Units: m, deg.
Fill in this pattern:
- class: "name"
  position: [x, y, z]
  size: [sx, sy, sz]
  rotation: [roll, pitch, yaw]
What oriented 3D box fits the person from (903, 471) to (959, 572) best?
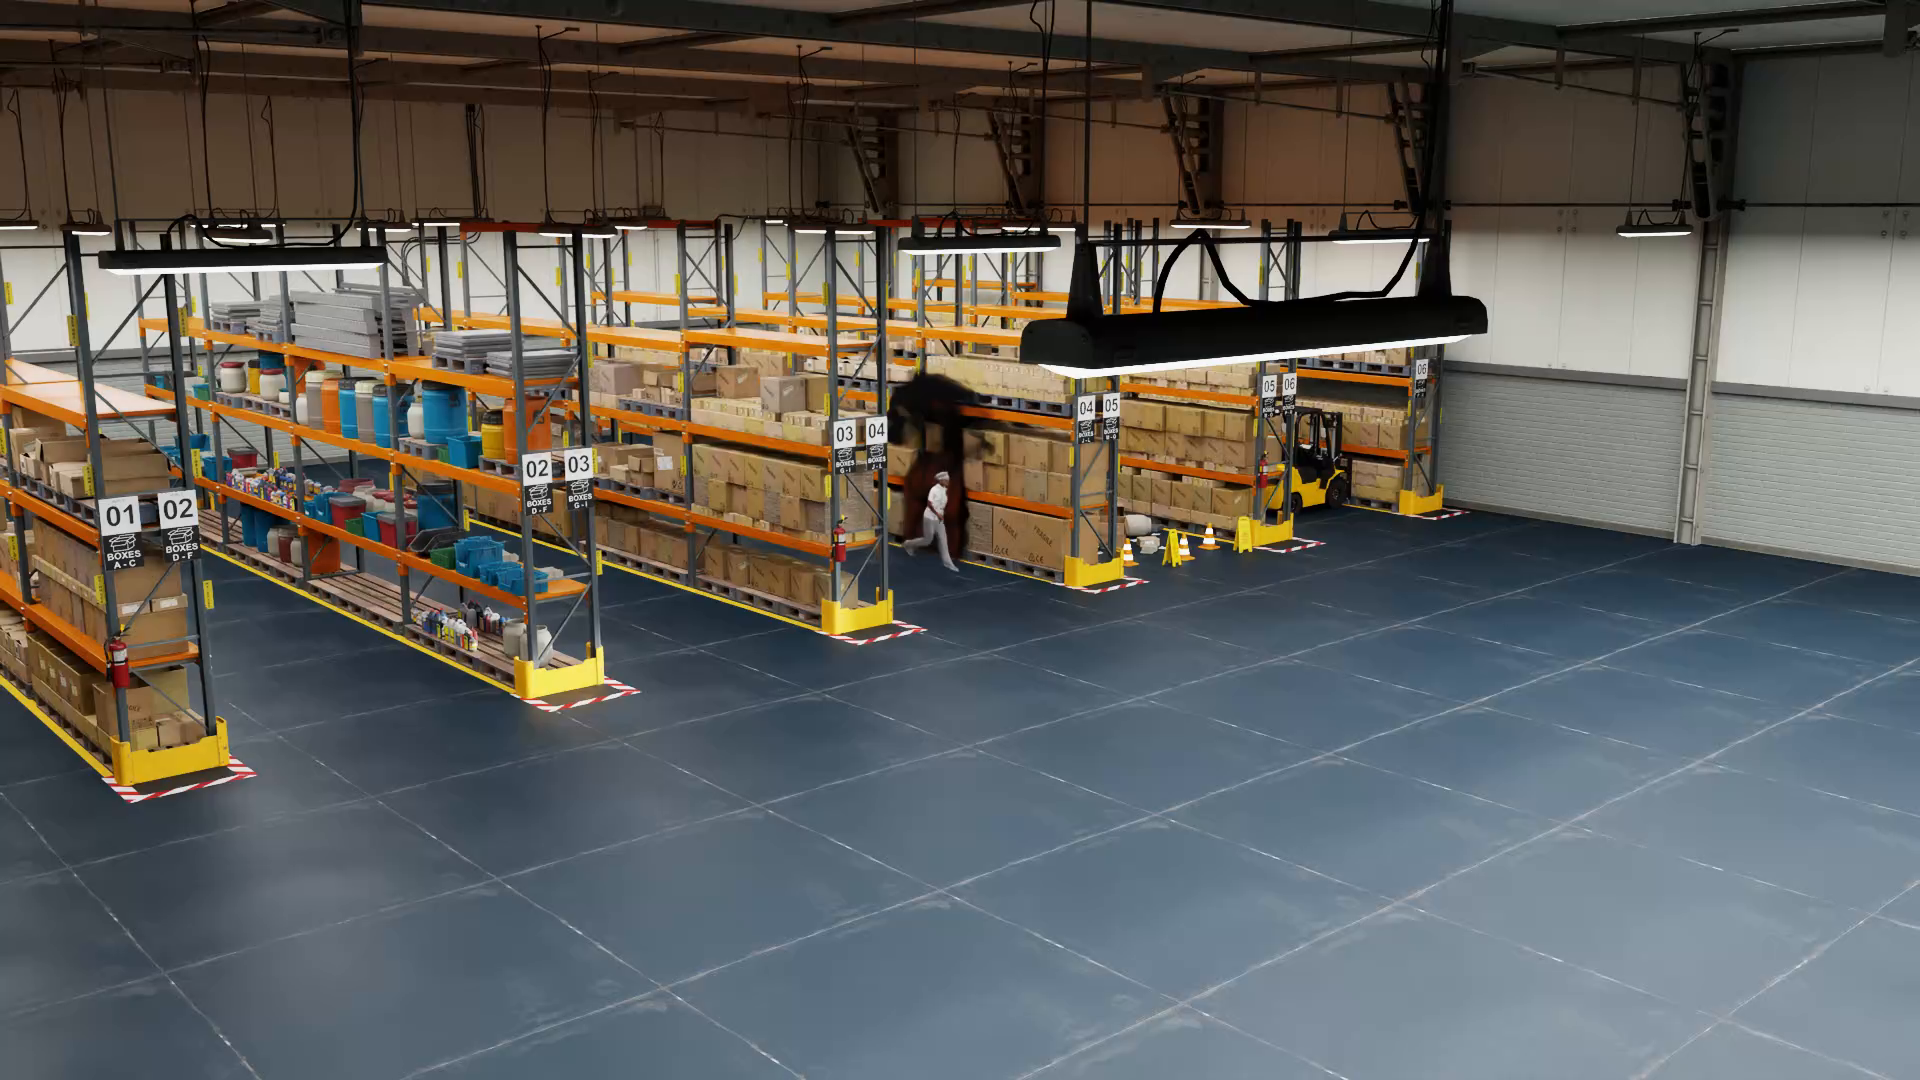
- class: "person"
  position: [-0.487, -0.335, 27.987]
  size: [1.003, 1.700, 0.574]
  rotation: [5, 12, 21]
